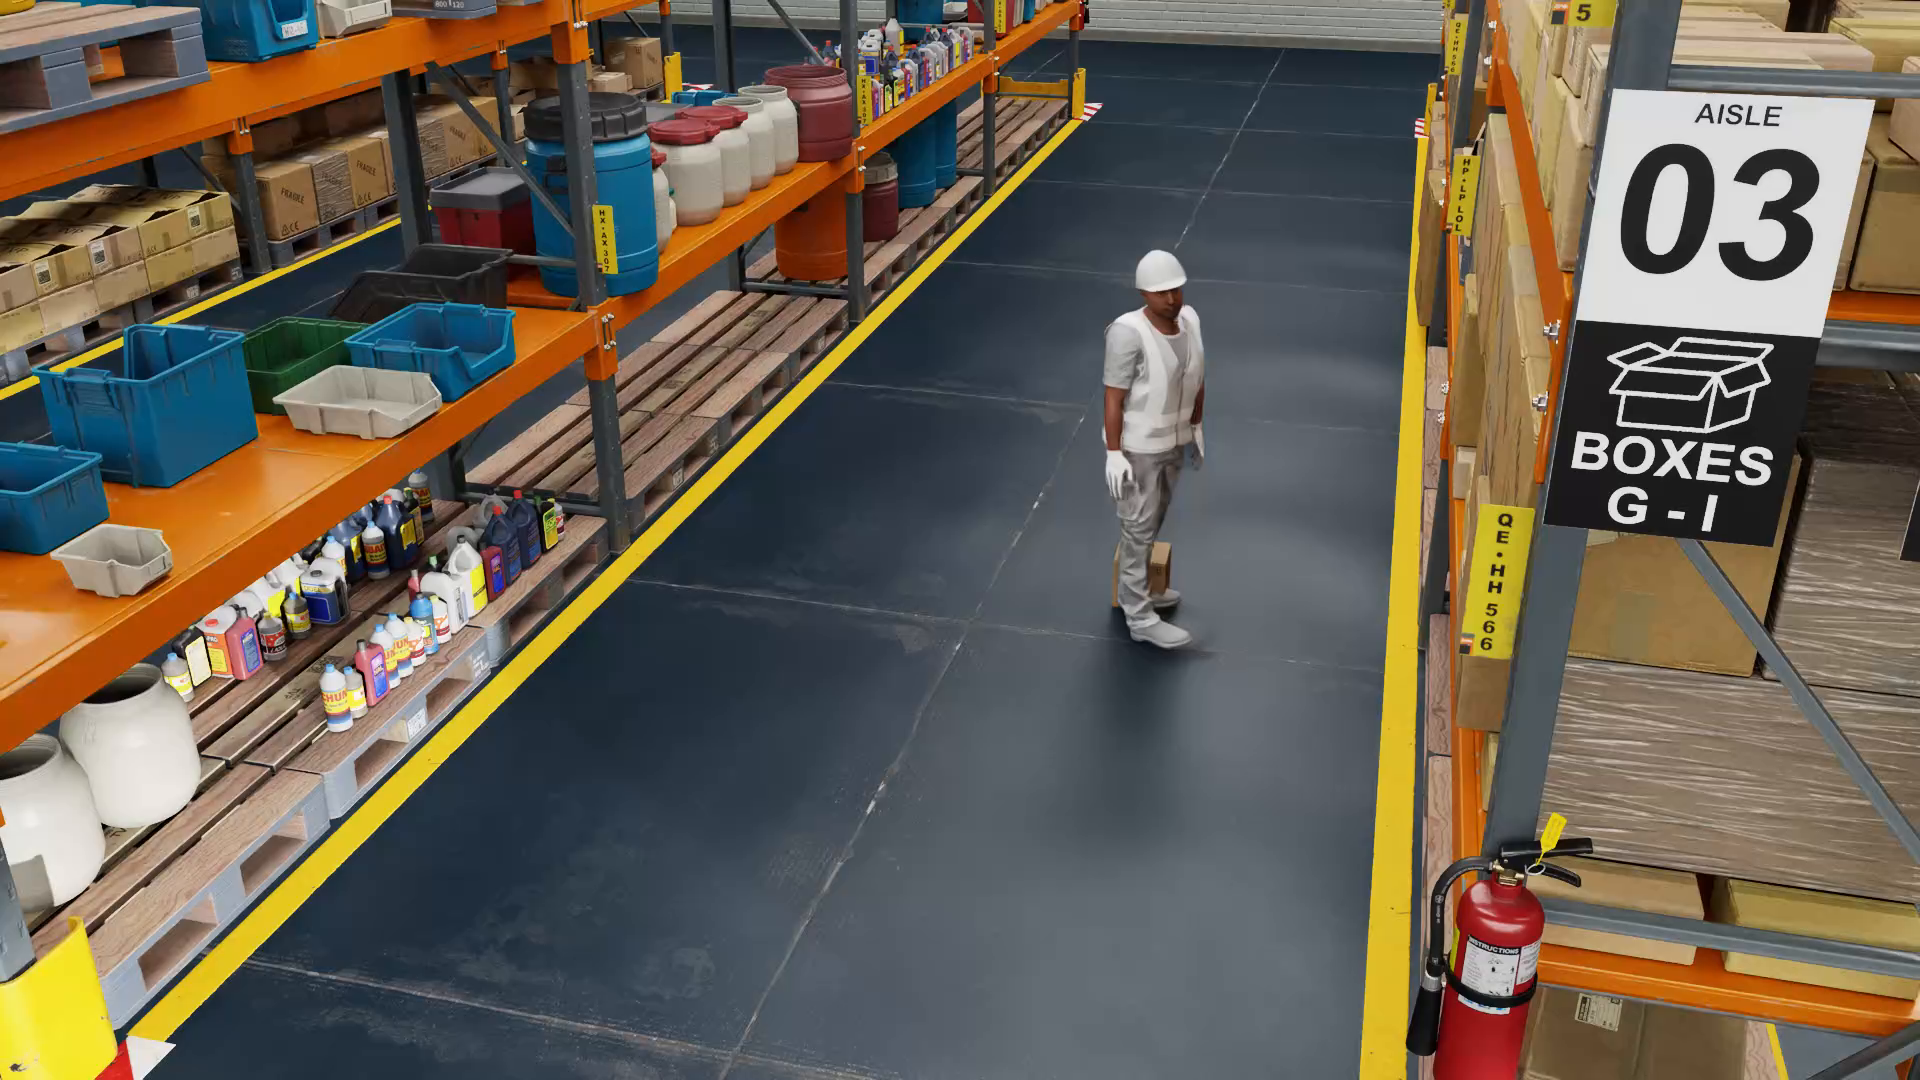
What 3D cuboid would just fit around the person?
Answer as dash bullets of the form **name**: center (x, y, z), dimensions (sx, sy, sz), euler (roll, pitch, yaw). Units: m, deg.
- **person**: center (0.886, -0.404, 7.383), dimensions (0.574, 1.783, 0.646), euler (21, 32, 38)
